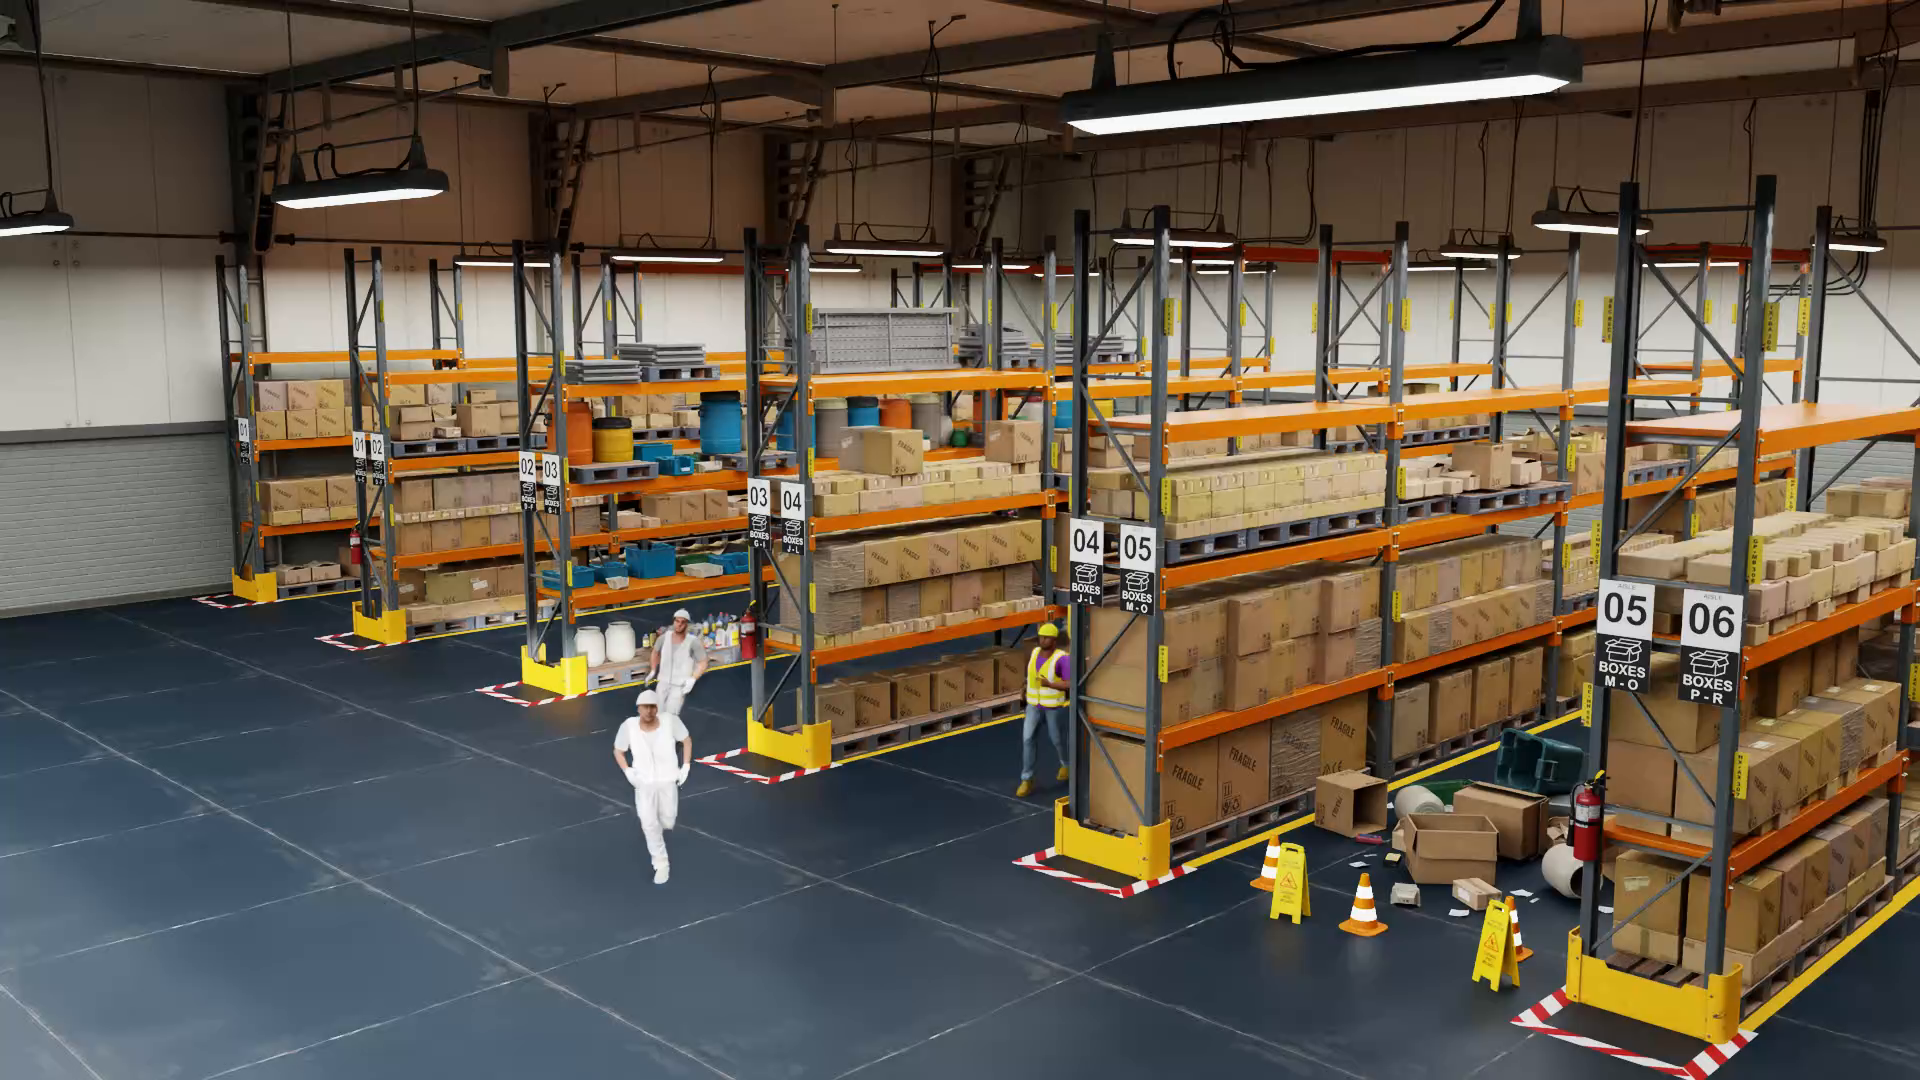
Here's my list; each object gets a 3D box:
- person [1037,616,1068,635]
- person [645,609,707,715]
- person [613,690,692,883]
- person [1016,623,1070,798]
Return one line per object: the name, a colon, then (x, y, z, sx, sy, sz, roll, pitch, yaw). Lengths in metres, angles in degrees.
person: (1.348, 0.592, 24.230, 0.677, 1.885, 0.742, 6, 10, 38)
person: (-3.247, 1.639, 18.997, 0.711, 1.708, 0.555, 1, 8, 9)
person: (-2.814, 2.188, 15.210, 0.684, 1.751, 0.797, -2, 8, -13)
person: (0.924, 1.775, 17.713, 0.682, 1.803, 0.879, 5, 9, 31)
